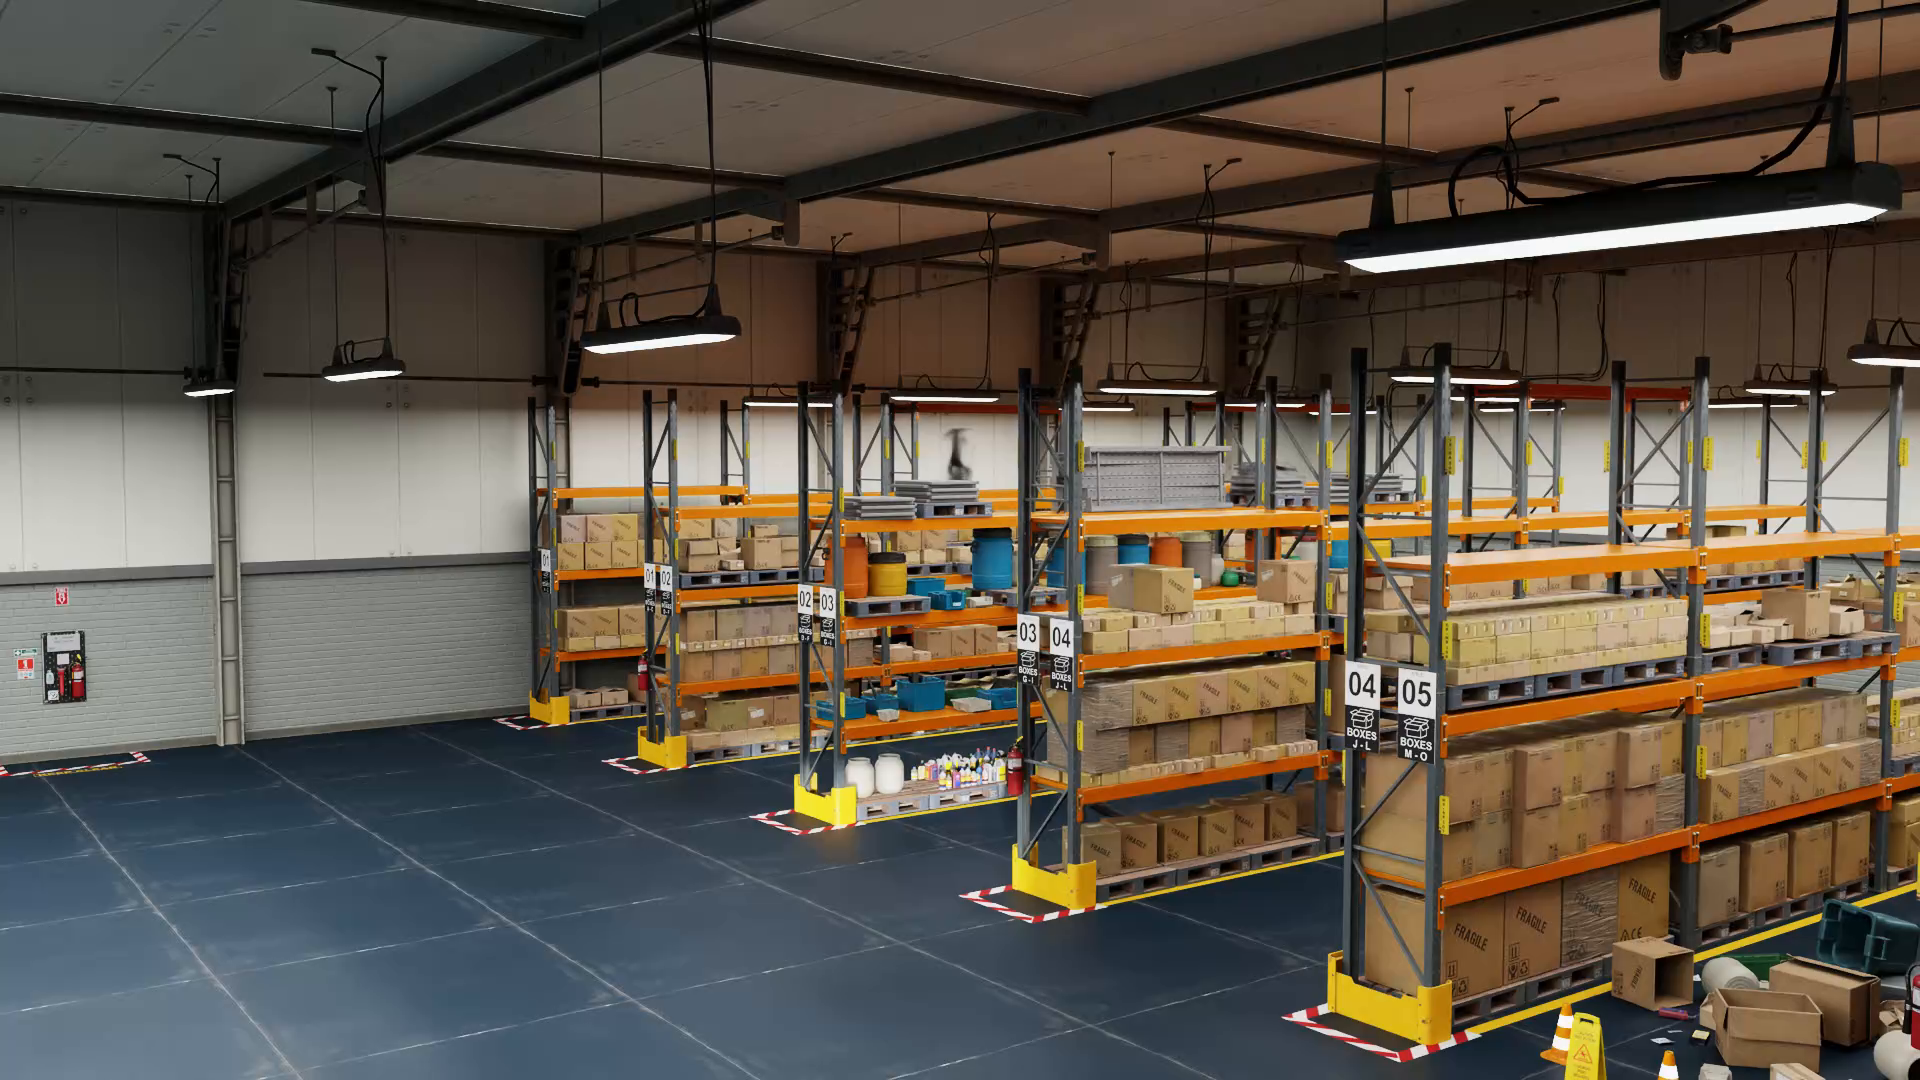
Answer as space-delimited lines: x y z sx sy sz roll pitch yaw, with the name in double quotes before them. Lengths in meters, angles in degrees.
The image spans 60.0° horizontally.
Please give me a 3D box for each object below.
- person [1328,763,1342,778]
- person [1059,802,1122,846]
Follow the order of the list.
"person" 5.325 2.955 24.029 0.816 1.587 0.677 -1 4 -20
"person" 1.718 3.131 21.460 0.975 1.616 0.610 -2 4 -33
